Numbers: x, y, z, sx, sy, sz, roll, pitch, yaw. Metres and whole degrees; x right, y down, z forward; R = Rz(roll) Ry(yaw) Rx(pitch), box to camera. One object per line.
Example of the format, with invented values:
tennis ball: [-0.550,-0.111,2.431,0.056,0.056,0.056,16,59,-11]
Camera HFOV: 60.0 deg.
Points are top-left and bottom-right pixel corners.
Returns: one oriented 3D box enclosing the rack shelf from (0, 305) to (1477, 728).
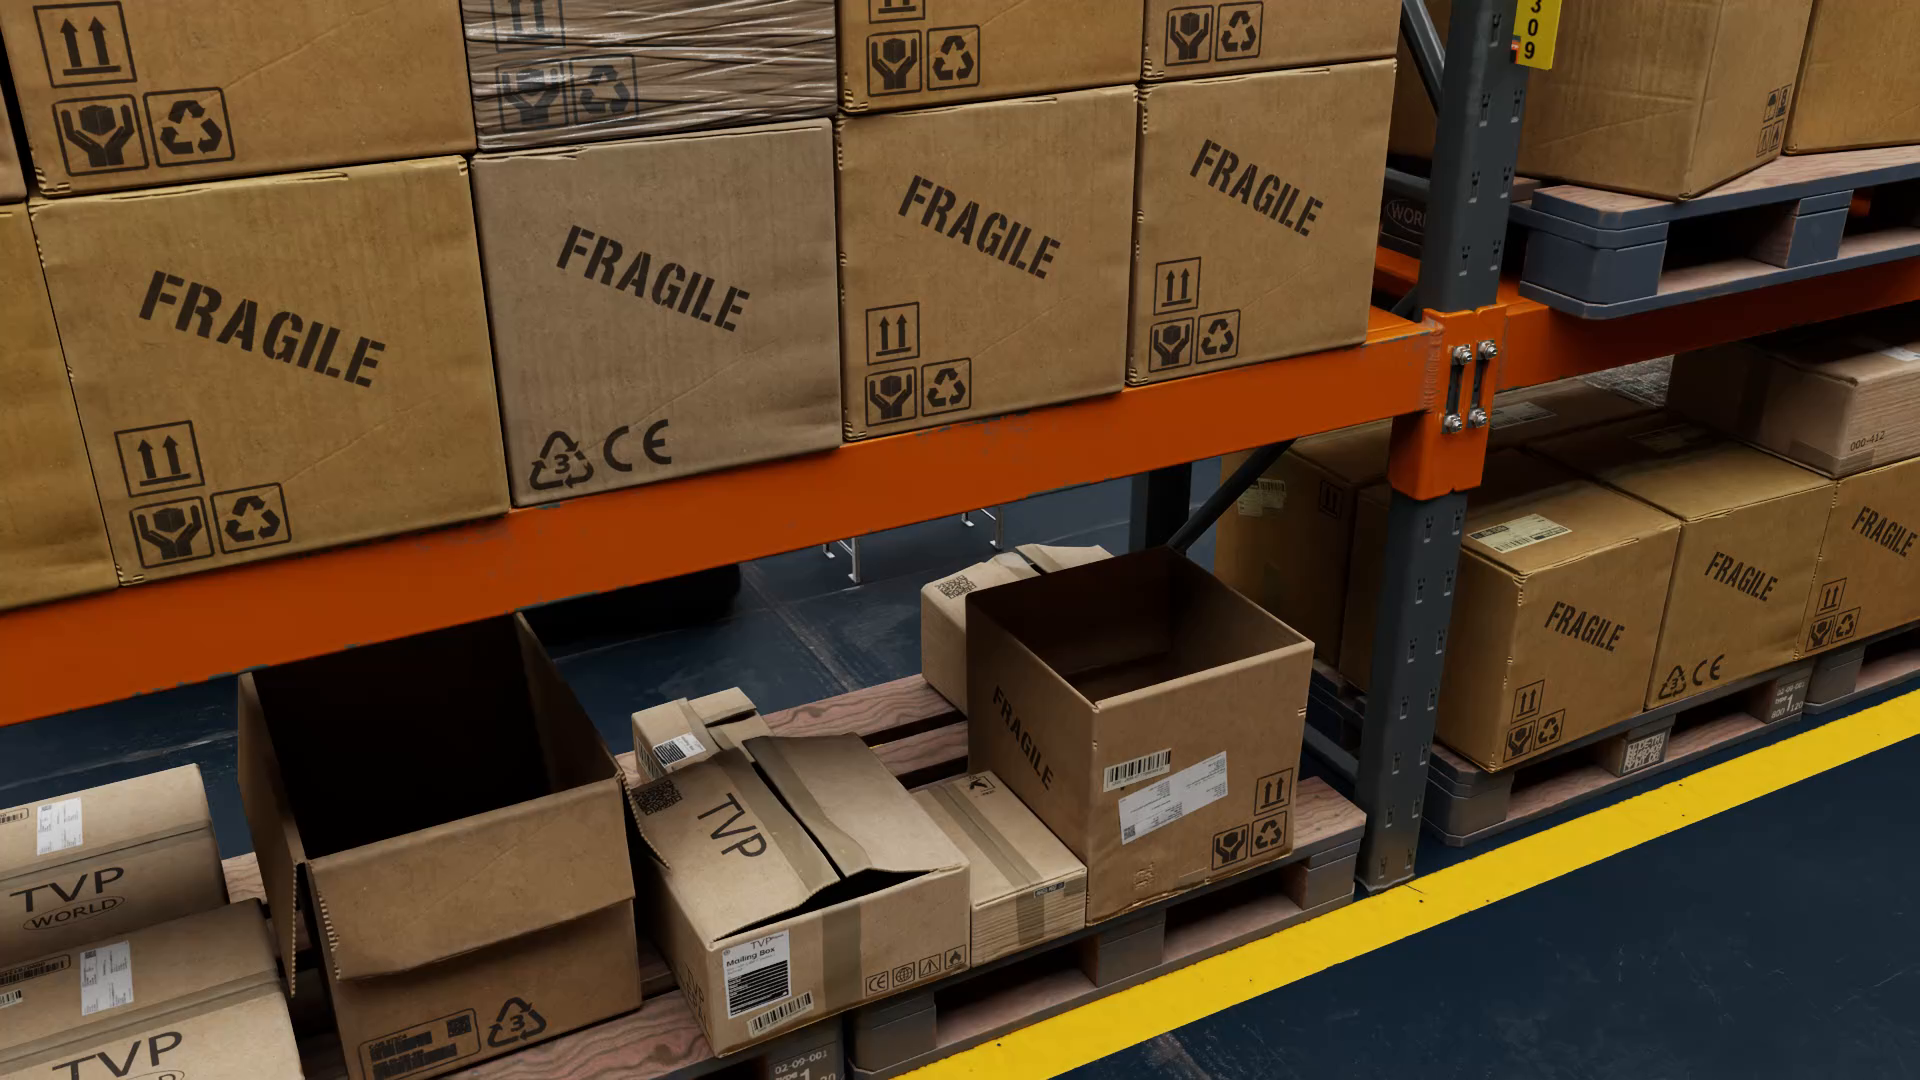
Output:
rack shelf: [-1.050,-0.045,2.710,4.000,0.370,1.077,-13,29,-25]

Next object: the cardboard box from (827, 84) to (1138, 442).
cardboard box: [-0.060,-0.517,2.745,0.500,0.500,0.500,-12,28,-24]

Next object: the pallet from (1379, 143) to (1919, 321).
pallet: [1.471,-0.812,3.697,1.213,0.211,1.003,-13,29,-25]

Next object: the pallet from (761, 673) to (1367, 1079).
pallet: [0.108,0.620,3.716,1.213,0.211,1.003,-13,29,-25]

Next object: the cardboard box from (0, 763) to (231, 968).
cardboard box: [-1.598,0.692,3.012,0.500,0.250,0.500,-13,29,-25]

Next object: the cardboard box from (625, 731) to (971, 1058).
cardboard box: [-0.316,0.614,3.104,0.500,0.311,0.500,-13,29,-25]

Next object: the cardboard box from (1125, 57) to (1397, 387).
cardboard box: [0.395,-0.622,2.965,0.500,0.500,0.500,-12,28,-24]

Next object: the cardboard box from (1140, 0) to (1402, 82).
cardboard box: [0.391,-1.071,2.744,0.500,0.500,0.500,-13,28,-25]

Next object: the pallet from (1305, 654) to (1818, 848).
pallet: [1.415,0.300,4.382,1.213,0.211,1.003,-13,29,-25]

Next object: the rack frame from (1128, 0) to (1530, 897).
rack frame: [0.715,-0.777,3.403,0.127,3.000,1.000,-13,29,-25]

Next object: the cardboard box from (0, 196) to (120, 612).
cardboard box: [-1.402,-0.205,2.097,0.500,0.500,0.500,-13,29,-25]

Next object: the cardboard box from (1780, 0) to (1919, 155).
cardboard box: [1.815,-1.187,3.656,0.500,0.500,0.700,-8,27,-17]

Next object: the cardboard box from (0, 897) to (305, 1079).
cardboard box: [-1.319,0.873,2.635,0.500,0.250,0.500,-13,29,-25]

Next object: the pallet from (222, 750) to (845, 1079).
pallet: [-0.969,0.870,3.195,1.213,0.211,1.003,-13,29,-25]

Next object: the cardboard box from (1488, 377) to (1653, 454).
cardboard box: [1.456,-0.156,4.489,0.500,0.500,0.500,-13,29,-25]

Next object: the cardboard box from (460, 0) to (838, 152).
cardboard box: [-0.505,-0.863,2.311,0.500,0.500,0.500,-13,28,-25]

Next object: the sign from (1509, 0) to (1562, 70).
sign: [0.977,-0.962,2.787,0.005,0.325,0.100,-13,29,-25]

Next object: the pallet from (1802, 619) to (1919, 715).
pallet: [2.493,0.050,4.903,1.213,0.211,1.003,-13,29,-25]

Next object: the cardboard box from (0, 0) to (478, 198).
cardboard box: [-0.950,-0.761,2.099,0.500,0.500,0.500,-13,29,-26]

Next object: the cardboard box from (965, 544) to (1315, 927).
cardboard box: [0.346,0.376,3.381,0.500,0.500,0.500,-13,29,-25]

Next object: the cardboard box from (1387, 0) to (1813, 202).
cardboard box: [1.238,-1.023,3.313,0.700,0.500,0.500,22,33,37]

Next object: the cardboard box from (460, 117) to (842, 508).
cardboard box: [-0.512,-0.411,2.526,0.500,0.500,0.500,-12,28,-24]

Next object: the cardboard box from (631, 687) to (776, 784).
cardboard box: [-0.516,0.485,3.540,0.250,0.166,0.380,-13,29,-25]

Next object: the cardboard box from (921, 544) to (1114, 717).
cardboard box: [0.243,0.240,3.884,0.500,0.311,0.500,-13,29,-25]

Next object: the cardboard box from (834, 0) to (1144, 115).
cardboard box: [-0.060,-0.966,2.525,0.500,0.500,0.500,-14,29,-26]

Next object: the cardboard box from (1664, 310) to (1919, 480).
cardboard box: [2.139,-0.396,4.122,0.500,0.250,0.500,-13,29,-25]

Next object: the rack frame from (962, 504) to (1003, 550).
rack frame: [0.069,-0.557,5.024,0.015,1.200,0.240,-13,29,-25]

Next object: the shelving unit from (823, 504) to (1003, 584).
shelving unit: [-0.146,-0.507,4.920,0.503,1.200,0.258,-13,29,-25]

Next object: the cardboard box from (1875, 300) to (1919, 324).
cardboard box: [2.581,-0.498,4.335,0.500,0.250,0.500,-14,29,-26]

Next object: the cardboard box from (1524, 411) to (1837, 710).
cardboard box: [1.722,0.033,4.095,0.500,0.500,0.500,-13,28,-24]

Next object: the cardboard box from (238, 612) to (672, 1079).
cardboard box: [-0.940,0.535,3.047,0.637,0.503,0.797,-13,29,-25]

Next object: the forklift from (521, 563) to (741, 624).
forklift: [-2.197,-1.198,4.359,3.031,2.935,1.130,-4,26,-8]

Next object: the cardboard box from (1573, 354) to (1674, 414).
cardboard box: [1.898,-0.258,4.701,0.500,0.500,0.500,-13,28,-24]

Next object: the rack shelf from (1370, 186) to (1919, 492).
rack shelf: [2.480,-0.860,4.407,4.000,0.370,1.077,-13,29,-25]

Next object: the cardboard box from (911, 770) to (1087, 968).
cardboard box: [0.043,0.633,3.251,0.250,0.149,0.380,-13,29,-25]

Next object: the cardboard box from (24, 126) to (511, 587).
cardboard box: [-0.960,-0.307,2.307,0.500,0.500,0.500,-13,28,-24]

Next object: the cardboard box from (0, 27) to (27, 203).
cardboard box: [-1.397,-0.657,1.883,0.500,0.500,0.500,-13,28,-24]

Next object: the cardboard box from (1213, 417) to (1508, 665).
cardboard box: [1.015,-0.059,4.286,0.500,0.500,0.500,-13,29,-25]

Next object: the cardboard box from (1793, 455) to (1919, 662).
cardboard box: [2.166,-0.066,4.301,0.500,0.500,0.500,-13,28,-24]

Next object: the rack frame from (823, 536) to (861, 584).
rack frame: [-0.361,-0.457,4.817,0.015,1.200,0.240,-13,29,-25]

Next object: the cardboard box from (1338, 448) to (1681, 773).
cardboard box: [1.256,0.146,3.860,0.500,0.500,0.500,-14,29,-27]
